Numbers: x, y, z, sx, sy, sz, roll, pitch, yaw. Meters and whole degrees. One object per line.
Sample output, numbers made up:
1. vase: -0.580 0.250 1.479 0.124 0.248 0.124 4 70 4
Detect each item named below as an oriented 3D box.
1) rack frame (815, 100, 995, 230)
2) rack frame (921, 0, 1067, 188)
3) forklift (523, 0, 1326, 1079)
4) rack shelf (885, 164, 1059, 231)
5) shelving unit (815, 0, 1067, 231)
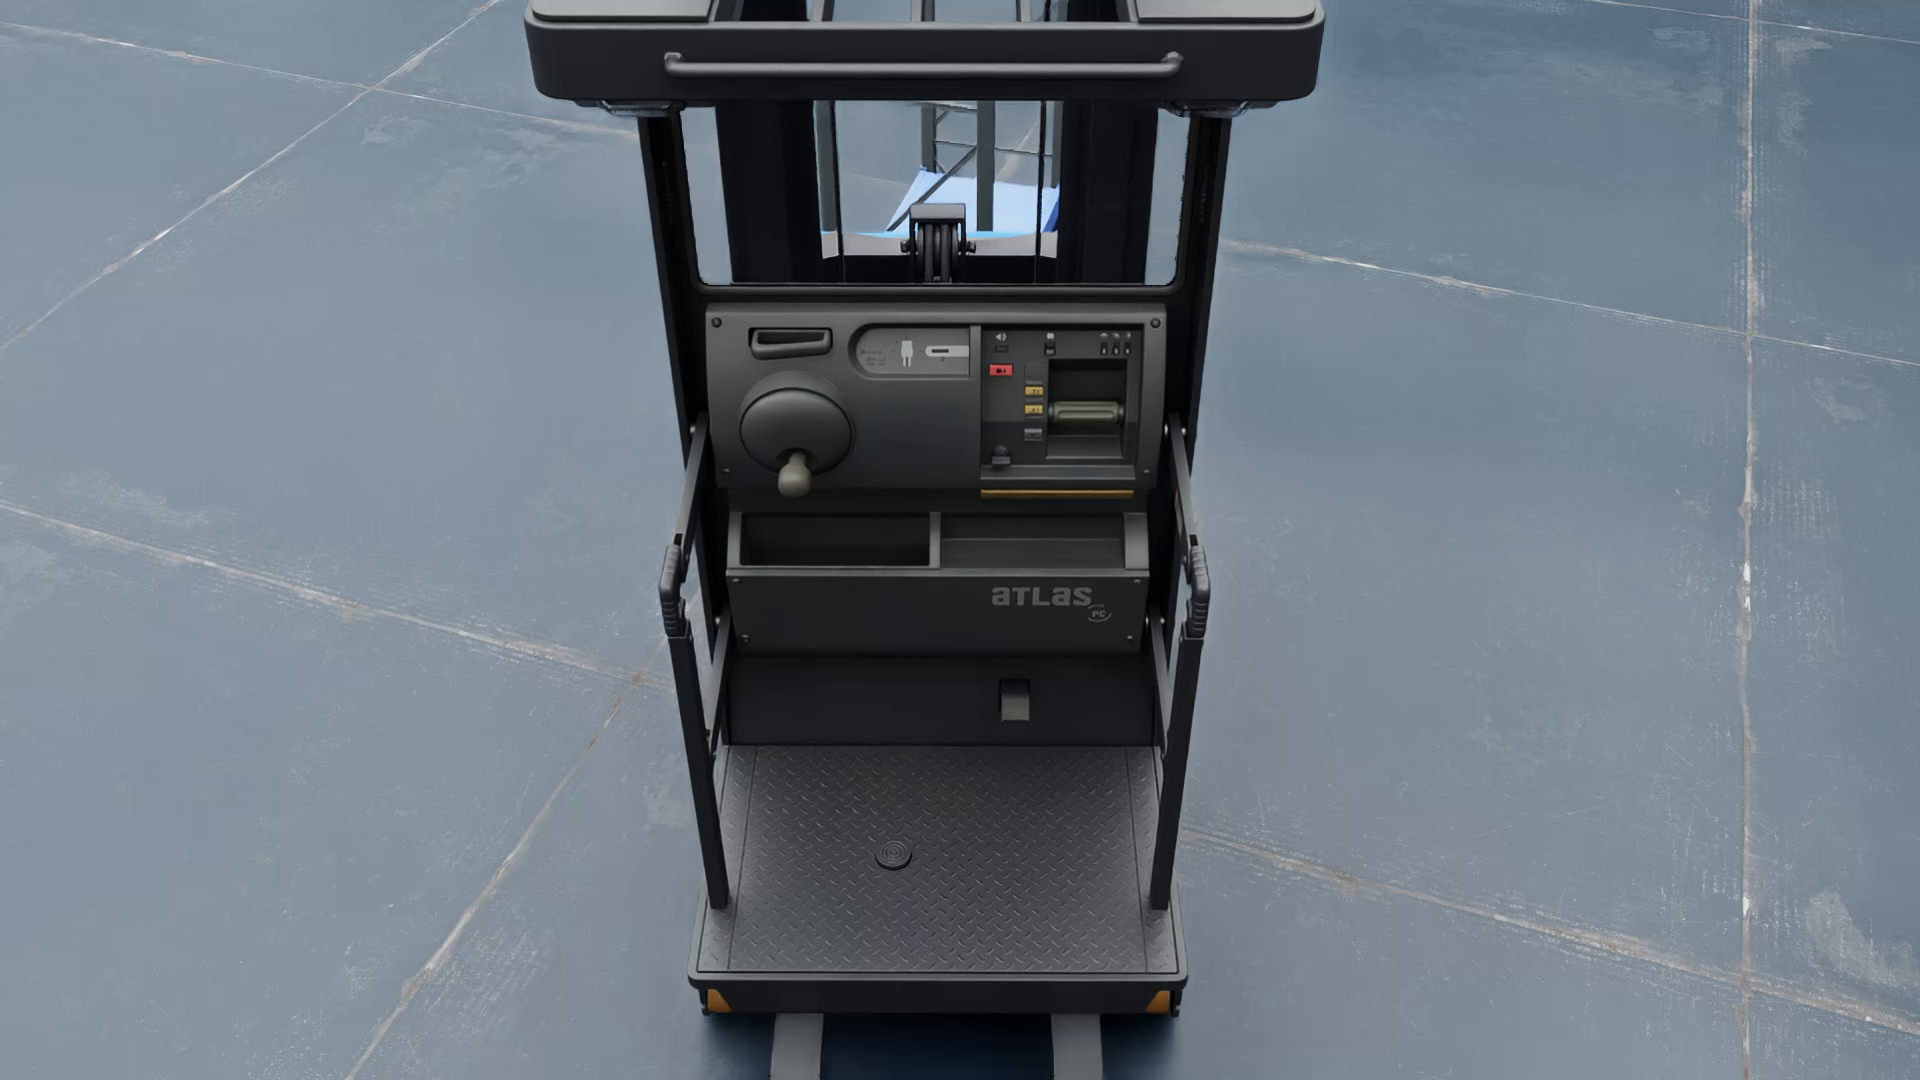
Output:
1. rack frame: -0.151 -0.694 4.908 0.500 1.500 0.032 10 41 11
2. rack frame: 0.113 -1.331 5.655 0.500 1.500 0.032 10 41 11
3. forklift: -0.047 -0.203 3.230 1.130 2.935 3.031 0 40 0
4. rack shelf: -0.019 -0.876 5.398 0.538 0.185 1.000 10 41 11
5. shelving unit: -0.019 -1.013 5.281 0.538 1.500 1.048 10 41 11
